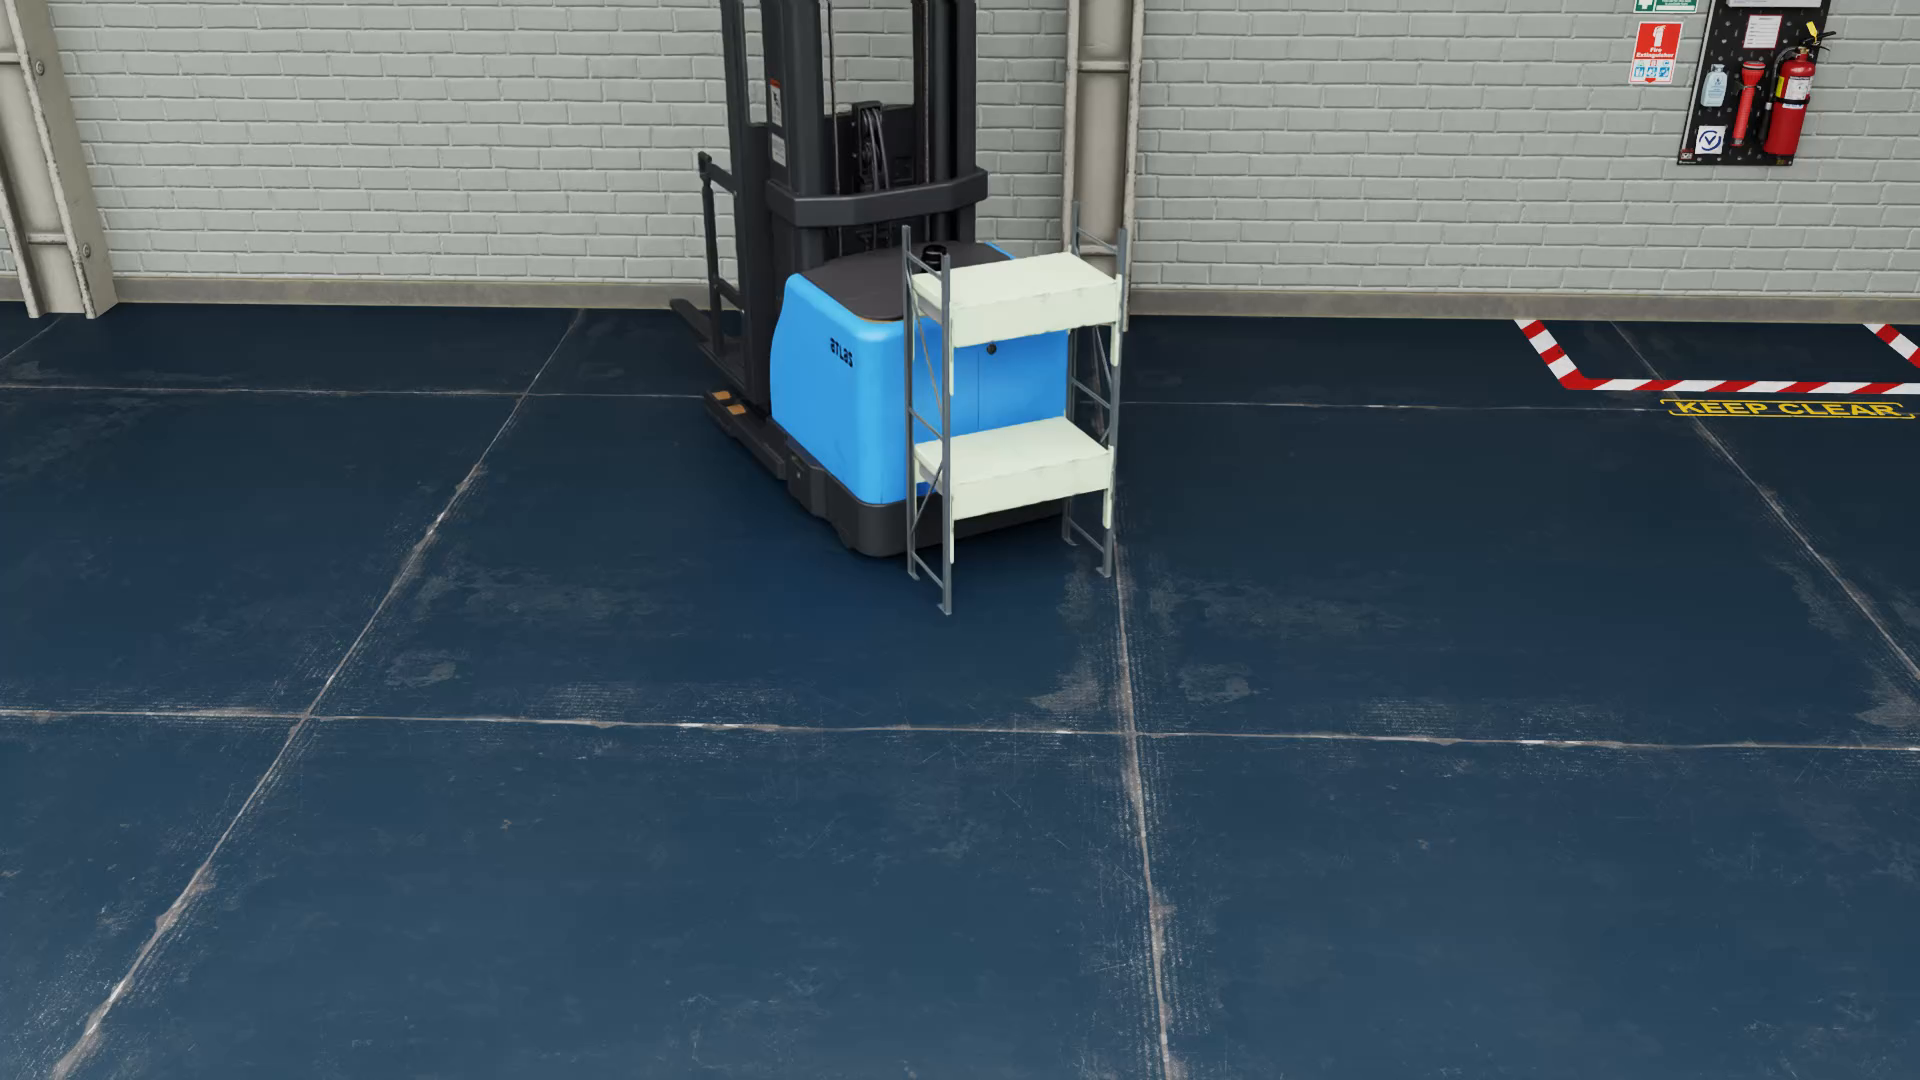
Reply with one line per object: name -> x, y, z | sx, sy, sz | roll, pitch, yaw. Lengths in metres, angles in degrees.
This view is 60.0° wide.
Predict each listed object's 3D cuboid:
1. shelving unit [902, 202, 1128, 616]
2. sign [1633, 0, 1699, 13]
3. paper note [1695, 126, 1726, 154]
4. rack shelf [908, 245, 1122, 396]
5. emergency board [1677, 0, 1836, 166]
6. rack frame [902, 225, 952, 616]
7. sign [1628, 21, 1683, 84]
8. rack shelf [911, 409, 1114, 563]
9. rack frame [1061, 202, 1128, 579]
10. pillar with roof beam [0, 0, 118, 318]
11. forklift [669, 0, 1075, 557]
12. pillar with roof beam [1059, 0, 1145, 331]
shelving unit -> 0.205, -0.516, 6.622 | 0.755, 1.500, 0.431 | -12, 30, -22
sign -> 3.752, -2.855, 8.829 | 0.331, 0.109, 0.001 | 1, 28, 2
paper note -> 4.122, -2.198, 9.133 | 0.142, 0.148, 0.016 | 1, 28, 2
rack shelf -> 0.205, -0.861, 6.439 | 0.720, 0.370, 0.431 | -12, 30, -22
emergency board -> 4.297, -2.552, 8.861 | 0.643, 1.169, 0.194 | 1, 28, 2
rack frame -> -0.128, -0.444, 6.487 | 0.023, 1.500, 0.400 | -12, 30, -22
sign -> 3.748, -2.625, 8.961 | 0.234, 0.329, 0.001 | 1, 28, 2
rack shelf -> 0.205, -0.228, 6.775 | 0.720, 0.370, 0.431 | -12, 30, -22
rack frame -> 0.537, -0.588, 6.757 | 0.023, 1.500, 0.400 | -12, 30, -22
pillar with roof beam -> -5.380, -3.327, 3.918 | 0.400, 9.000, 9.100 | 1, 28, 2
forklift -> -0.625, -1.885, 7.676 | 1.130, 2.935, 3.031 | -14, 31, -24
pillar with roof beam -> 0.617, -3.228, 3.731 | 0.400, 9.000, 9.100 | 1, 28, 2
